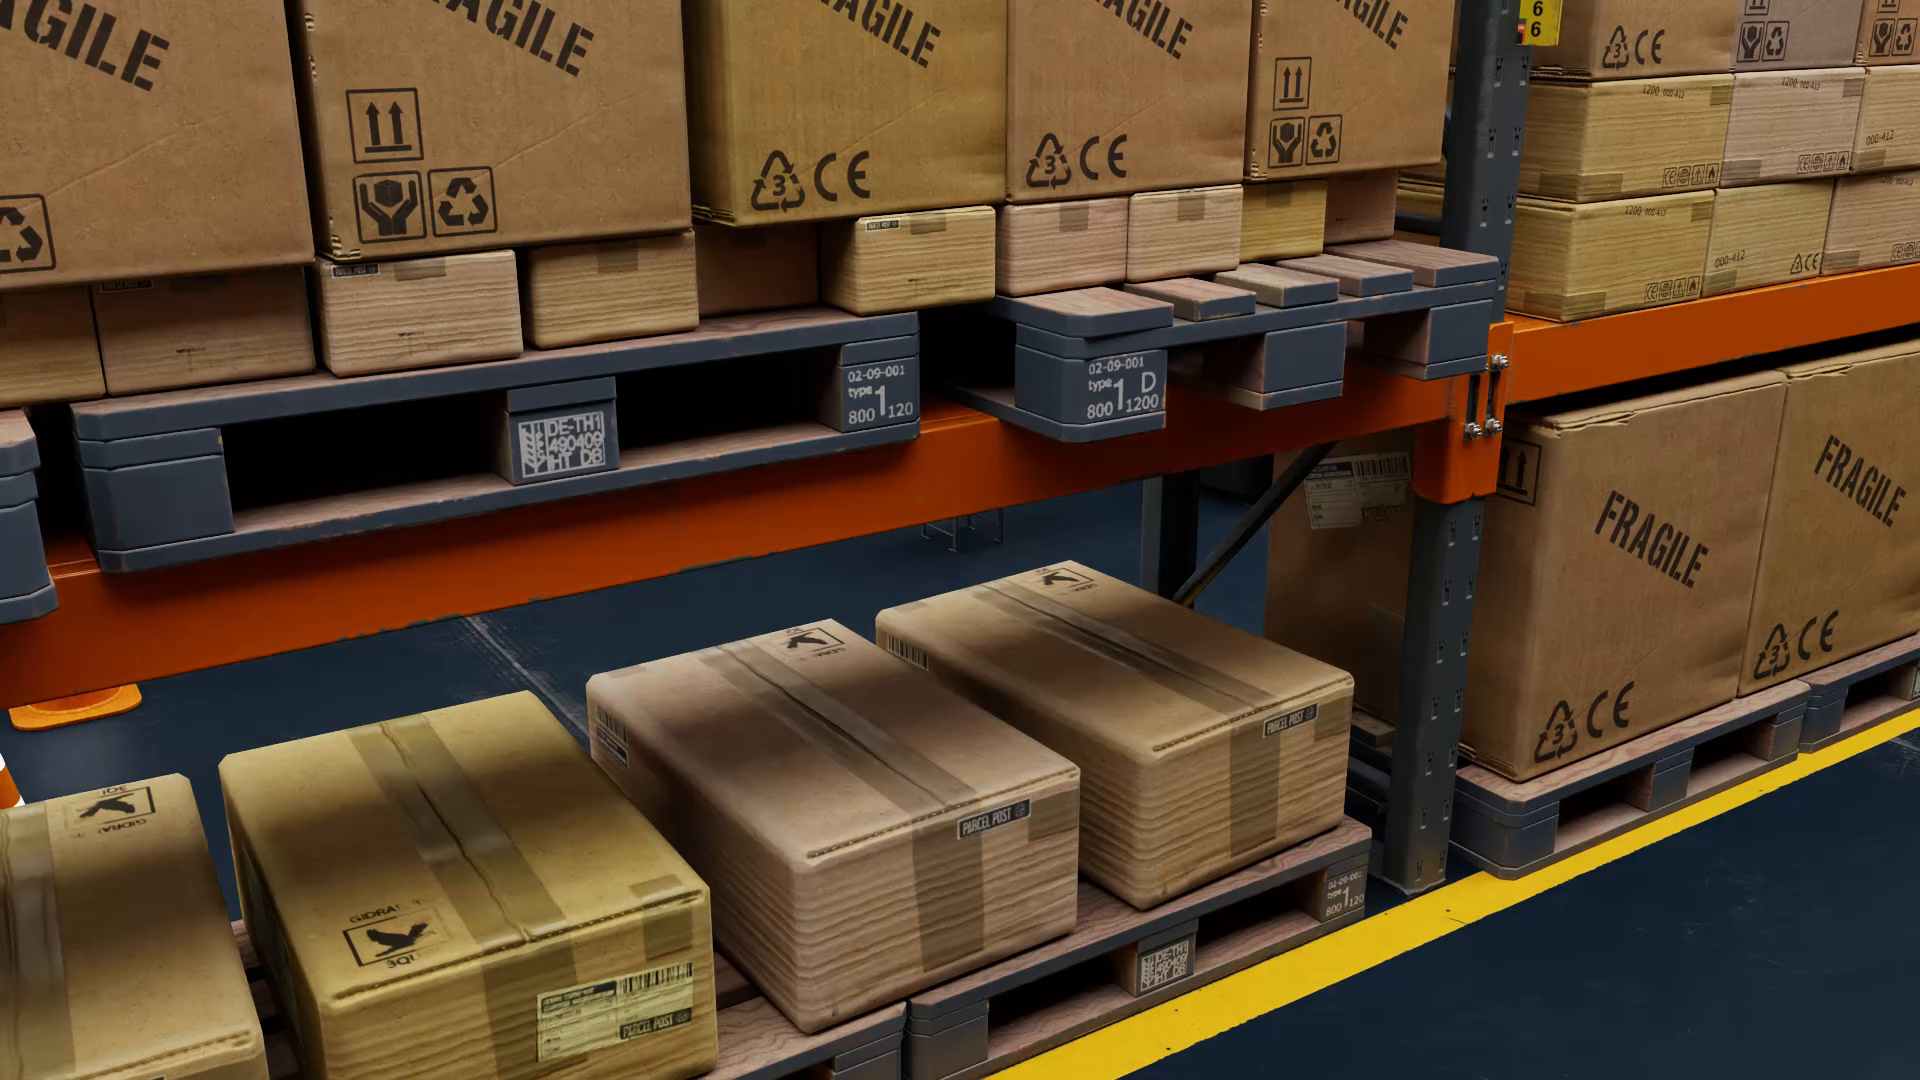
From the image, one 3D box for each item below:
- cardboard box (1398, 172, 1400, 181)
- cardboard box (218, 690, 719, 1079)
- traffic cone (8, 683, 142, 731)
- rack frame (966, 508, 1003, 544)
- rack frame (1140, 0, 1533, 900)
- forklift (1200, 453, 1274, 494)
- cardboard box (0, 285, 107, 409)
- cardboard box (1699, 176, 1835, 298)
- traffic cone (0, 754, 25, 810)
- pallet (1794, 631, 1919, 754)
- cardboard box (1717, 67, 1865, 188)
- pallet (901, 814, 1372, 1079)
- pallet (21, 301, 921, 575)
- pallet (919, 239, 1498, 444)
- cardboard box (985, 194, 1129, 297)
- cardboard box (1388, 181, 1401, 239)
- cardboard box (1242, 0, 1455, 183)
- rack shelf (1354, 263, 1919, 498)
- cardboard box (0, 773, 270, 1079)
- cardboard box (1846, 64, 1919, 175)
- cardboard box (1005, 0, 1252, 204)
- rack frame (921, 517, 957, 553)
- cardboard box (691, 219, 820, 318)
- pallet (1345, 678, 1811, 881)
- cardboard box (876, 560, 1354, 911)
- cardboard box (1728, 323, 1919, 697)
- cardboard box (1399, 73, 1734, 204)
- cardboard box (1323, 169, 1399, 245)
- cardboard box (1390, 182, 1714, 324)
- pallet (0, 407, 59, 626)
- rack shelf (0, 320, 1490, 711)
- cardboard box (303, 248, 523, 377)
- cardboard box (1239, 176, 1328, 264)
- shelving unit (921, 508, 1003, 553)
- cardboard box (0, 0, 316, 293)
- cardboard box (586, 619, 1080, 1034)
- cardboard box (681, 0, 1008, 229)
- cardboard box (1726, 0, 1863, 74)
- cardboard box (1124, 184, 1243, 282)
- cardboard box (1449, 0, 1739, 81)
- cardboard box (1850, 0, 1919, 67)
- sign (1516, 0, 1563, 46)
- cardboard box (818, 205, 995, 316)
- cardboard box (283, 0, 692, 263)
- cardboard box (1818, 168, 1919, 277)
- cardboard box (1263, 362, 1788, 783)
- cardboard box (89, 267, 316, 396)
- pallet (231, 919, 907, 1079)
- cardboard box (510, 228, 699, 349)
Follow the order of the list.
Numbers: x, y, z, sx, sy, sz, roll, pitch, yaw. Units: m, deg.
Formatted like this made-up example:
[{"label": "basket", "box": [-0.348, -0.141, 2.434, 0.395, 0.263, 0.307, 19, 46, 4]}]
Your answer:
[{"label": "cardboard box", "box": [1.068, -1.060, 4.150, 0.500, 0.250, 0.500, -12, 22, -32]}, {"label": "cardboard box", "box": [-0.922, 0.666, 3.039, 0.625, 0.372, 0.950, -11, 22, -30]}, {"label": "traffic cone", "box": [-2.579, 0.254, 4.771, 0.334, 0.463, 0.336, -12, 22, -31]}, {"label": "rack frame", "box": [0.092, -0.446, 6.158, 0.006, 0.900, 0.240, -12, 22, -31]}, {"label": "rack frame", "box": [0.803, -0.741, 3.753, 0.127, 3.000, 1.000, -12, 22, -31]}, {"label": "forklift", "box": [1.921, -1.932, 7.384, 3.031, 2.935, 1.130, -16, 24, -39]}, {"label": "cardboard box", "box": [-1.256, -0.275, 2.112, 0.250, 0.149, 0.380, -12, 22, -31]}, {"label": "cardboard box", "box": [1.770, -0.784, 4.115, 0.500, 0.250, 0.500, -13, 22, -33]}, {"label": "traffic cone", "box": [-2.272, 0.572, 3.829, 0.334, 0.463, 0.336, -12, 22, -31]}, {"label": "pallet", "box": [2.521, 0.248, 5.183, 1.213, 0.211, 1.003, -12, 22, -31]}, {"label": "cardboard box", "box": [1.795, -1.021, 4.034, 0.500, 0.250, 0.500, -11, 22, -30]}, {"label": "pallet", "box": [0.150, 0.717, 3.794, 1.213, 0.211, 1.003, -12, 22, -31]}, {"label": "pallet", "box": [-0.827, -0.291, 2.720, 1.213, 0.211, 1.003, -12, 22, -31]}, {"label": "pallet", "box": [0.267, -0.496, 3.328, 1.003, 0.211, 1.213, -12, 22, -31]}, {"label": "cardboard box", "box": [0.075, -0.535, 2.881, 0.250, 0.149, 0.380, -13, 23, -34]}, {"label": "cardboard box", "box": [1.083, -0.829, 4.246, 0.500, 0.250, 0.500, -13, 23, -33]}, {"label": "cardboard box", "box": [0.577, -0.974, 3.165, 0.500, 0.500, 0.500, -13, 22, -33]}, {"label": "rack shelf", "box": [2.474, -0.753, 4.910, 4.000, 0.370, 1.077, -12, 22, -31]}, {"label": "cardboard box", "box": [-1.502, 0.789, 2.675, 0.625, 0.372, 0.950, -10, 21, -28]}, {"label": "cardboard box", "box": [2.218, -1.105, 4.284, 0.500, 0.250, 0.500, -12, 22, -32]}, {"label": "cardboard box", "box": [0.151, -0.880, 2.887, 0.500, 0.500, 0.500, -12, 22, -32]}, {"label": "rack frame", "box": [-0.078, -0.410, 6.052, 0.006, 0.900, 0.240, -12, 22, -31]}, {"label": "cardboard box", "box": [-0.427, -0.472, 2.695, 0.250, 0.149, 0.380, -12, 22, -31]}, {"label": "pallet", "box": [1.503, 0.461, 4.551, 1.213, 0.211, 1.003, -12, 22, -31]}, {"label": "cardboard box", "box": [0.326, 0.402, 3.820, 0.625, 0.372, 0.950, -14, 23, -35]}, {"label": "cardboard box", "box": [2.173, -0.189, 4.782, 0.875, 0.875, 0.875, -12, 22, -31]}, {"label": "cardboard box", "box": [1.362, -0.930, 3.766, 0.500, 0.250, 0.500, -12, 22, -32]}, {"label": "cardboard box", "box": [0.659, -0.700, 3.369, 0.250, 0.149, 0.380, -11, 22, -29]}, {"label": "cardboard box", "box": [1.351, -0.689, 3.833, 0.500, 0.250, 0.500, -12, 22, -32]}, {"label": "pallet", "box": [-1.819, -0.041, 1.983, 1.213, 0.211, 1.003, -12, 22, -31]}, {"label": "rack shelf", "box": [-0.867, -0.048, 2.826, 4.000, 0.370, 1.077, -12, 22, -31]}, {"label": "cardboard box", "box": [-0.798, -0.351, 2.337, 0.250, 0.149, 0.380, -11, 22, -29]}, {"label": "cardboard box", "box": [0.475, -0.634, 3.172, 0.250, 0.149, 0.380, -12, 22, -31]}, {"label": "shelving unit", "box": [0.007, -0.428, 6.105, 0.210, 0.900, 0.258, -12, 22, -31]}, {"label": "cardboard box", "box": [-1.150, -0.601, 2.064, 0.500, 0.500, 0.500, -12, 22, -32]}, {"label": "cardboard box", "box": [-0.286, 0.534, 3.429, 0.625, 0.372, 0.950, -12, 22, -32]}, {"label": "cardboard box", "box": [-0.270, -0.791, 2.623, 0.500, 0.500, 0.500, -14, 23, -35]}, {"label": "cardboard box", "box": [1.759, -1.373, 3.907, 0.500, 0.500, 0.500, -12, 22, -31]}, {"label": "cardboard box", "box": [0.289, -0.577, 3.006, 0.250, 0.149, 0.380, -12, 22, -32]}, {"label": "cardboard box", "box": [1.350, -1.284, 3.640, 0.500, 0.500, 0.500, -13, 22, -33]}, {"label": "cardboard box", "box": [2.199, -1.460, 4.164, 0.500, 0.500, 0.500, -11, 22, -30]}, {"label": "sign", "box": [1.110, -1.109, 3.156, 0.005, 0.325, 0.100, -12, 22, -31]}, {"label": "cardboard box", "box": [-0.148, -0.483, 2.726, 0.250, 0.149, 0.380, -11, 22, -30]}, {"label": "cardboard box", "box": [-0.726, -0.695, 2.340, 0.500, 0.500, 0.500, -13, 23, -34]}, {"label": "cardboard box", "box": [2.211, -0.875, 4.383, 0.500, 0.250, 0.500, -11, 22, -30]}, {"label": "cardboard box", "box": [1.426, -0.033, 4.320, 0.875, 0.875, 0.875, -12, 22, -32]}, {"label": "cardboard box", "box": [-1.049, -0.318, 2.240, 0.250, 0.149, 0.380, -12, 22, -31]}, {"label": "pallet", "box": [-0.868, 0.931, 3.162, 1.213, 0.211, 1.003, -12, 22, -31]}, {"label": "cardboard box", "box": [-0.591, -0.406, 2.499, 0.250, 0.149, 0.380, -13, 22, -33]}]
